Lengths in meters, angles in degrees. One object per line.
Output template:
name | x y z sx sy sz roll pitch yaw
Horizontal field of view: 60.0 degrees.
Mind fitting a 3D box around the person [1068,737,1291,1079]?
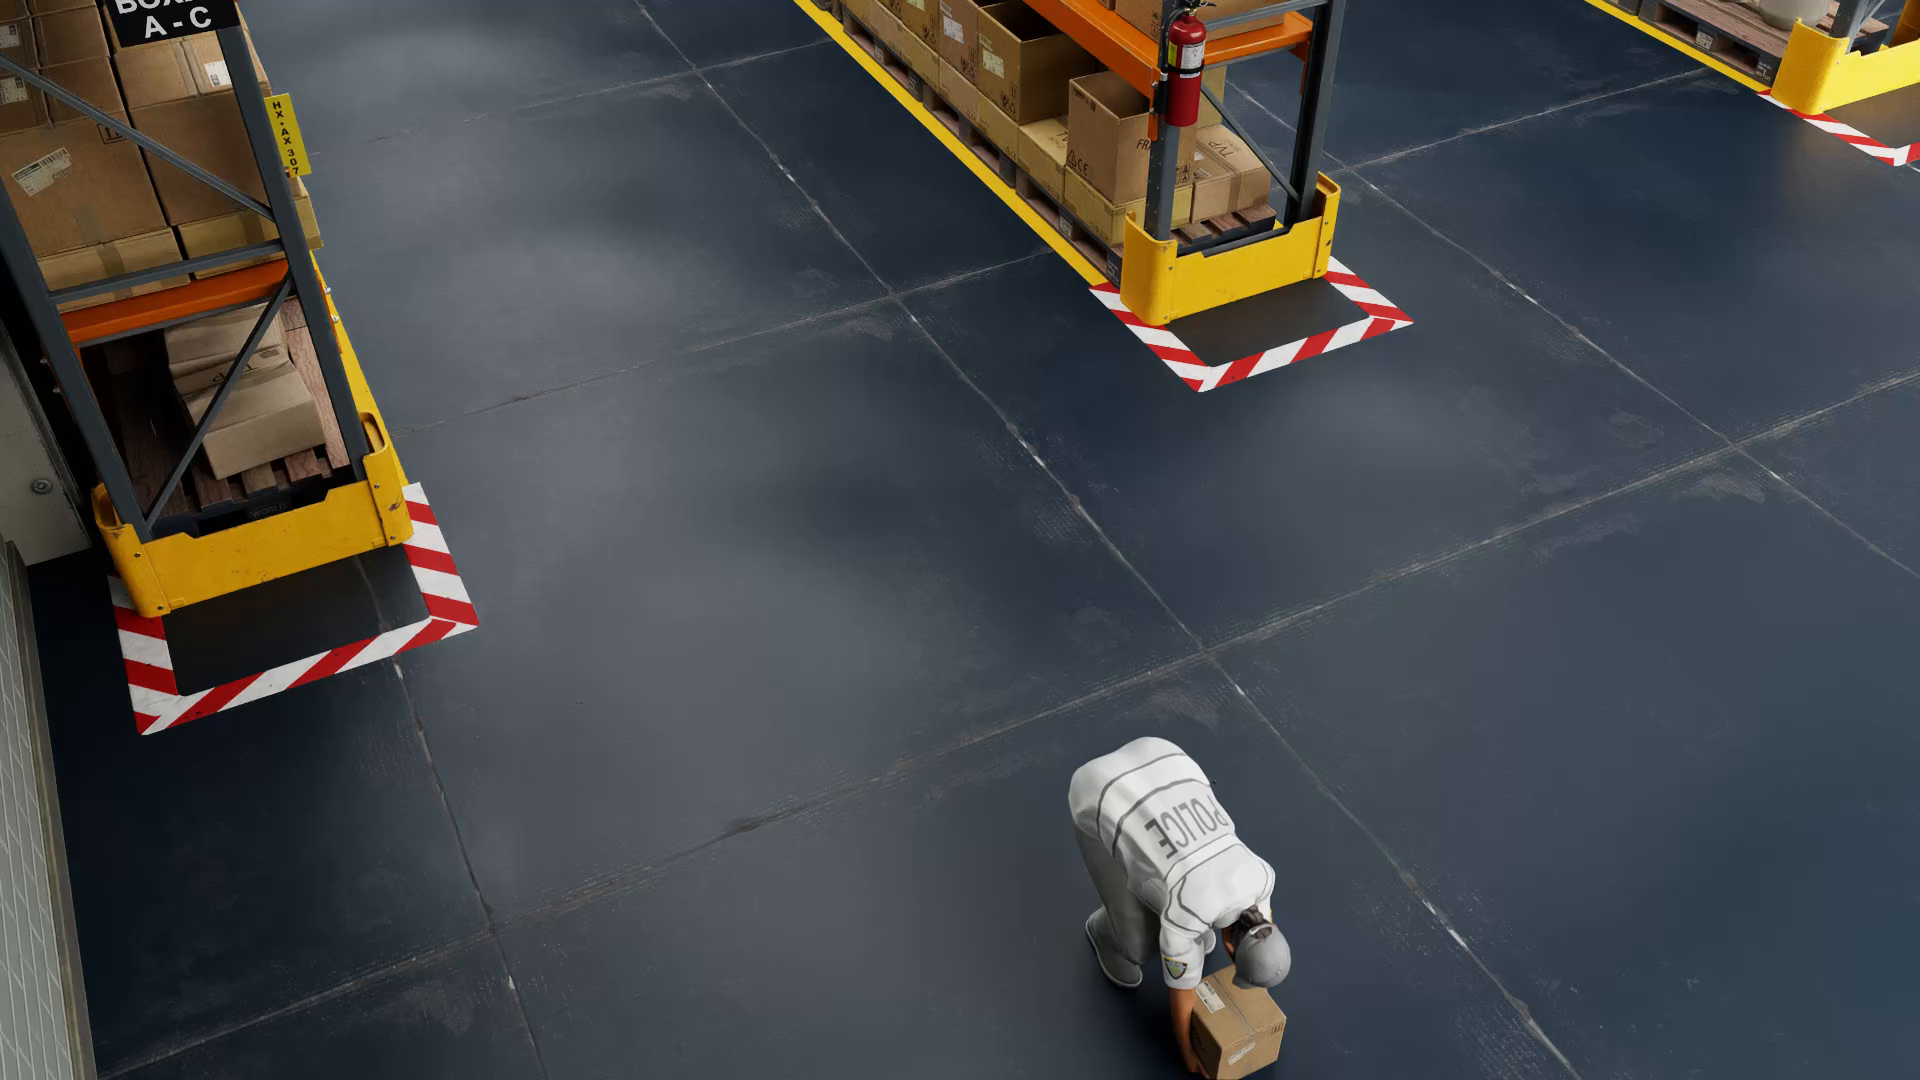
person | 0.733 1.183 5.457 0.522 0.845 0.941 -21 46 -22
